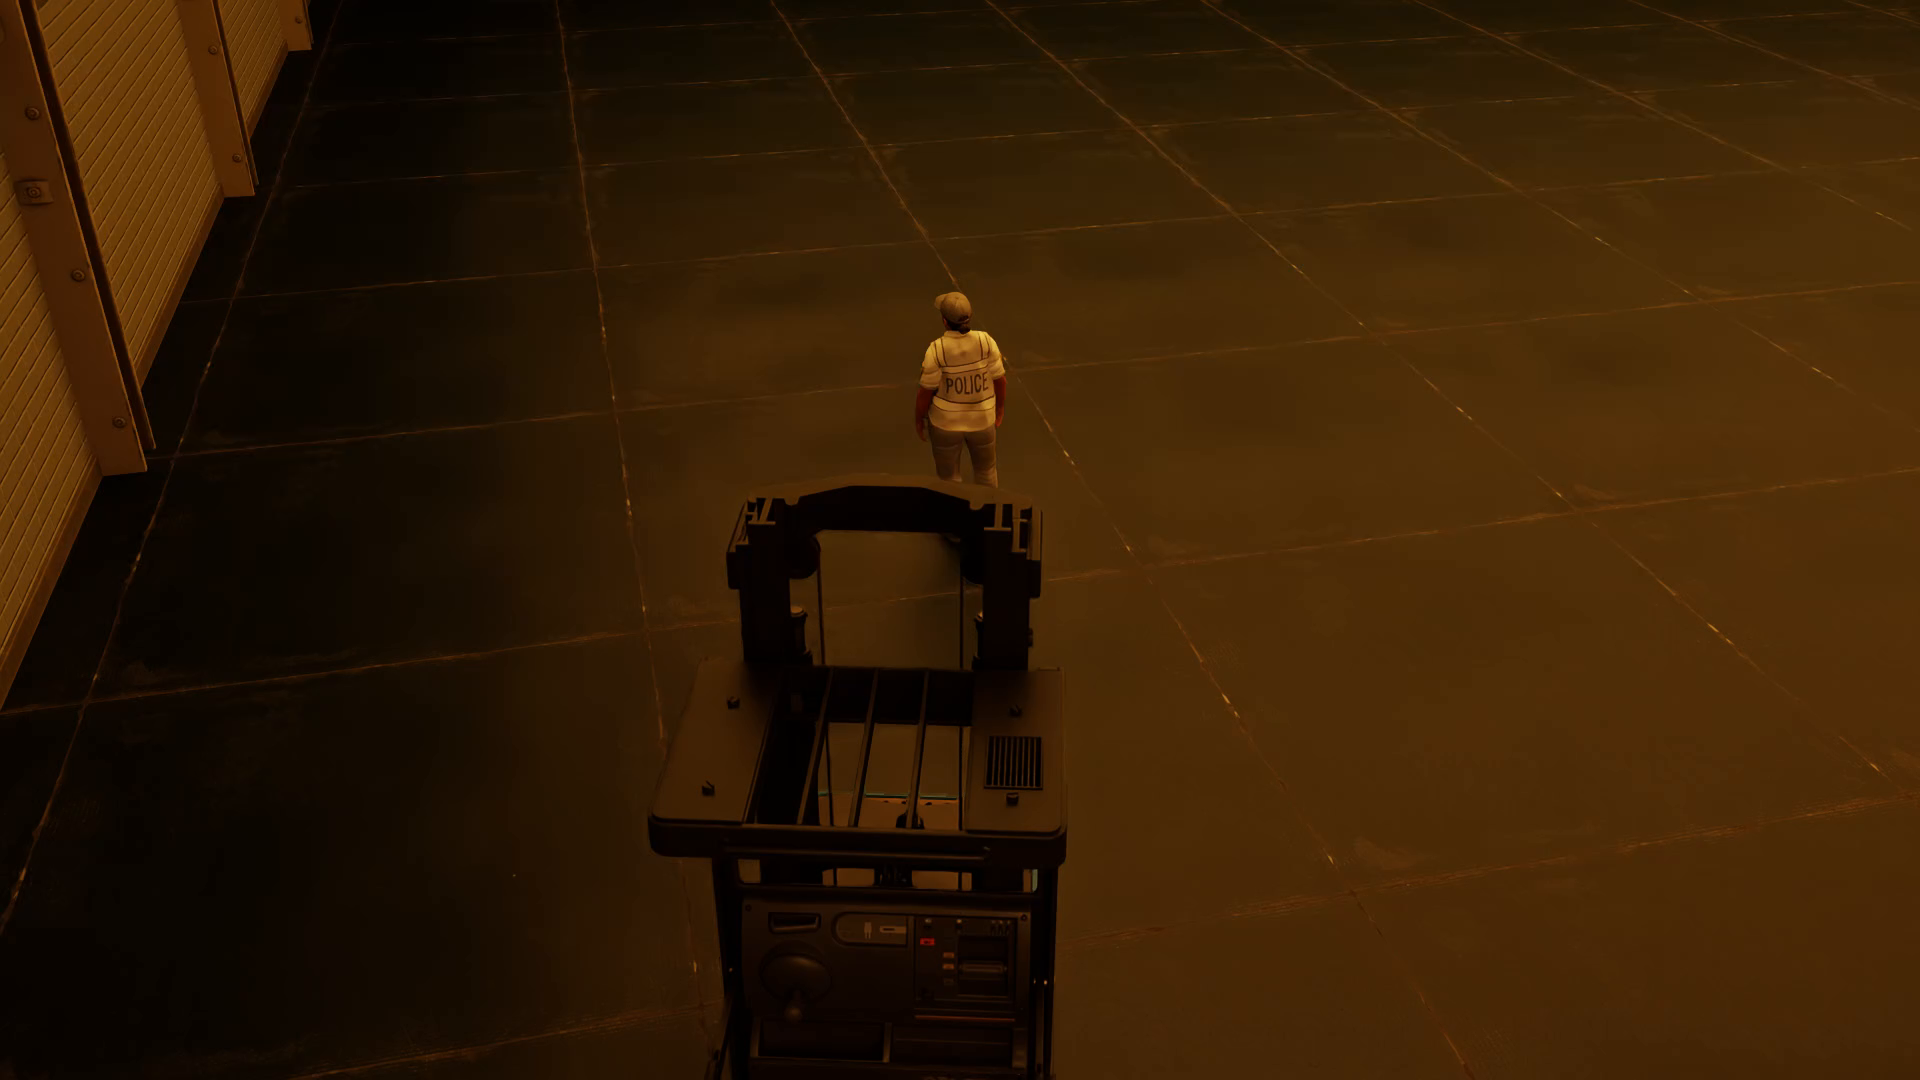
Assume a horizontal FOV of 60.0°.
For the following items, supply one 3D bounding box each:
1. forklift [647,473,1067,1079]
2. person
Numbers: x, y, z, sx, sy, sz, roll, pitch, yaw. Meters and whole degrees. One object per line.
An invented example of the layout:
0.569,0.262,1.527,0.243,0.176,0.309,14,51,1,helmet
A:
-0.247,1.400,5.156,1.130,2.935,3.031,2,30,3,forklift
0.005,-0.767,10.148,0.598,1.670,0.529,-7,31,-12,person
